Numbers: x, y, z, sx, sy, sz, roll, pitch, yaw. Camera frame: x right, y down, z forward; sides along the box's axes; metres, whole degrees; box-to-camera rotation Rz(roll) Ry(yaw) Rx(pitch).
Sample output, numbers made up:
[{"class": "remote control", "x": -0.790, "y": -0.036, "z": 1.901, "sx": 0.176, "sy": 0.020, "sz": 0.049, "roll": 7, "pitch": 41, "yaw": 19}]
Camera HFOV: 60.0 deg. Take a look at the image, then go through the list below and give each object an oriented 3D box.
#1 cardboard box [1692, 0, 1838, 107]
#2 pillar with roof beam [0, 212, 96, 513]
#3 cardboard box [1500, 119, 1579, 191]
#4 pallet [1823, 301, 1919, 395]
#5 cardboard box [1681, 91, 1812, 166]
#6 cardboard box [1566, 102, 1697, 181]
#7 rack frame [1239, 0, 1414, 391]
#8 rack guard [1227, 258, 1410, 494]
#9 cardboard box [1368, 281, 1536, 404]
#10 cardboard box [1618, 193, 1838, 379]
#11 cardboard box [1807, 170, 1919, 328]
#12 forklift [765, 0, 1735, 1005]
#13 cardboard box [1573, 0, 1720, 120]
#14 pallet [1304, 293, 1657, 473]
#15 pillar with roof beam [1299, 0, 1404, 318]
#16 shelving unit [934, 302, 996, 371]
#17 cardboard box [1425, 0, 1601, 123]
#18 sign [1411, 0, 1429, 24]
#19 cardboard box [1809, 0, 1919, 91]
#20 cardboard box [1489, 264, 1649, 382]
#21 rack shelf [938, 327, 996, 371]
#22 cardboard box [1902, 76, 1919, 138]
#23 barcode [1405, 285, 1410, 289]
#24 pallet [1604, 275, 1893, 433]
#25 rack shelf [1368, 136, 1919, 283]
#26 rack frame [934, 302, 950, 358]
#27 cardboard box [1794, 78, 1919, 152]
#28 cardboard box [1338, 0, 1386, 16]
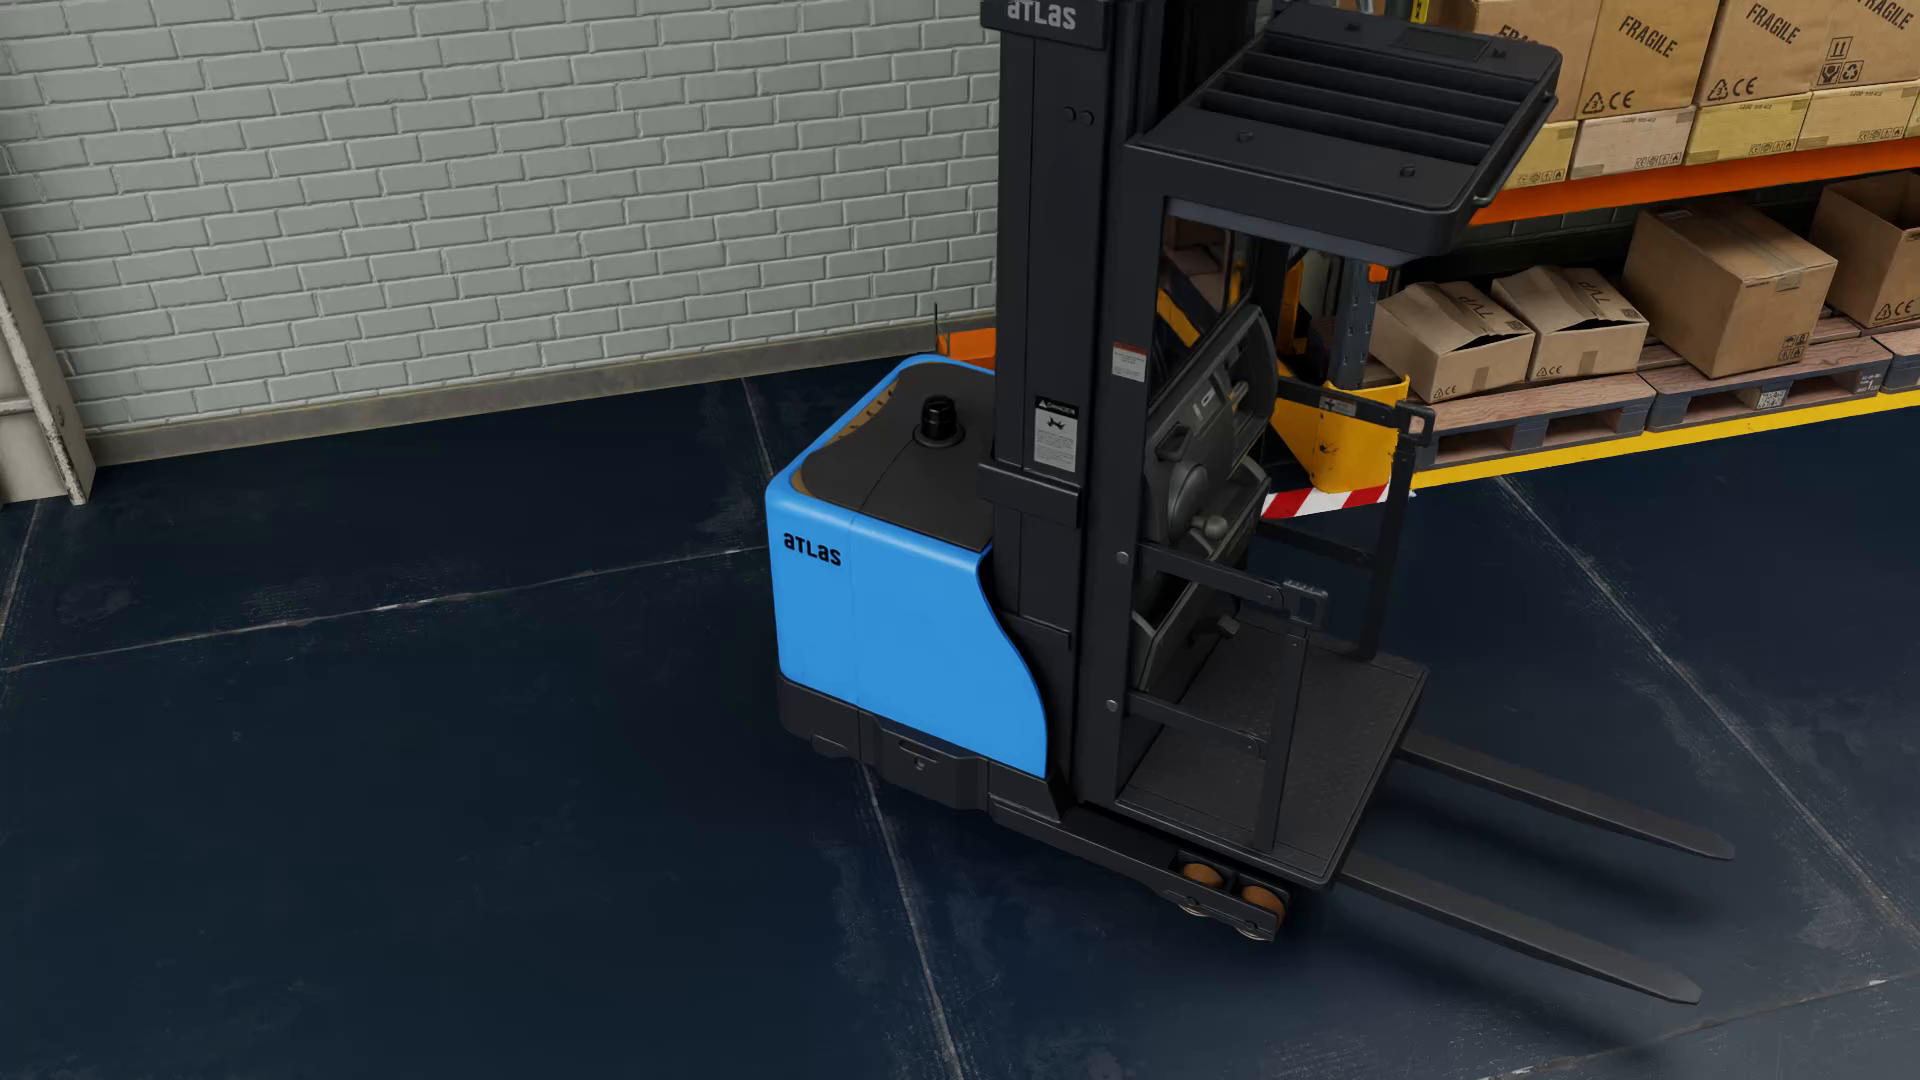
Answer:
[{"class": "cardboard box", "x": 2.981, "y": -2.032, "z": 6.427, "sx": 0.500, "sy": 0.500, "sz": 0.500, "roll": -11, "pitch": 39, "yaw": -13}, {"class": "pillar with roof beam", "x": -2.758, "y": -1.261, "z": 0.992, "sx": 0.400, "sy": 9.000, "sz": 9.100, "roll": -9, "pitch": 38, "yaw": -12}, {"class": "cardboard box", "x": 2.015, "y": -1.575, "z": 6.447, "sx": 0.500, "sy": 0.250, "sz": 0.500, "roll": -10, "pitch": 39, "yaw": -13}, {"class": "pallet", "x": 4.684, "y": -1.135, "z": 8.060, "sx": 1.213, "sy": 0.211, "sz": 1.003, "roll": -9, "pitch": 38, "yaw": -12}, {"class": "cardboard box", "x": 3.006, "y": -1.743, "z": 6.667, "sx": 0.500, "sy": 0.250, "sz": 0.500, "roll": -10, "pitch": 39, "yaw": -13}, {"class": "cardboard box", "x": 2.513, "y": -1.666, "z": 6.566, "sx": 0.500, "sy": 0.250, "sz": 0.500, "roll": -10, "pitch": 39, "yaw": -13}, {"class": "rack frame", "x": 1.461, "y": -1.736, "z": 6.550, "sx": 0.127, "sy": 3.000, "sz": 1.000, "roll": -9, "pitch": 38, "yaw": -12}, {"class": "rack guard", "x": 1.535, "y": -0.755, "z": 7.325, "sx": 0.348, "sy": 0.500, "sz": 1.175, "roll": -9, "pitch": 38, "yaw": -12}, {"class": "cardboard box", "x": 2.153, "y": -0.899, "z": 7.308, "sx": 0.500, "sy": 0.311, "sz": 0.500, "roll": -14, "pitch": 39, "yaw": -17}, {"class": "cardboard box", "x": 3.425, "y": -1.152, "z": 7.482, "sx": 0.500, "sy": 0.500, "sz": 0.700, "roll": -12, "pitch": 39, "yaw": -15}, {"class": "cardboard box", "x": 4.332, "y": -1.363, "z": 7.759, "sx": 0.500, "sy": 0.500, "sz": 0.500, "roll": -12, "pitch": 39, "yaw": -15}, {"class": "forklift", "x": 0.910, "y": -0.302, "z": 4.732, "sx": 3.031, "sy": 2.935, "sz": 1.130, "roll": 18, "pitch": 41, "yaw": 22}, {"class": "cardboard box", "x": 2.480, "y": -1.954, "z": 6.325, "sx": 0.500, "sy": 0.500, "sz": 0.500, "roll": -9, "pitch": 38, "yaw": -12}, {"class": "pallet", "x": 2.328, "y": -0.748, "z": 7.554, "sx": 1.213, "sy": 0.211, "sz": 1.003, "roll": -9, "pitch": 38, "yaw": -12}, {"class": "pillar with roof beam", "x": 3.034, "y": -2.212, "z": 2.235, "sx": 0.400, "sy": 9.000, "sz": 9.100, "roll": -9, "pitch": 38, "yaw": -12}, {"class": "shelving unit", "x": 0.052, "y": -0.425, "z": 6.442, "sx": 0.252, "sy": 1.050, "sz": 0.215, "roll": -9, "pitch": 38, "yaw": -12}, {"class": "cardboard box", "x": 2.001, "y": -1.881, "z": 6.230, "sx": 0.500, "sy": 0.500, "sz": 0.500, "roll": -9, "pitch": 38, "yaw": -12}, {"class": "sign", "x": 1.603, "y": -1.761, "z": 5.871, "sx": 0.005, "sy": 0.325, "sz": 0.100, "roll": -9, "pitch": 38, "yaw": -12}, {"class": "cardboard box", "x": 3.476, "y": -2.121, "z": 6.543, "sx": 0.500, "sy": 0.500, "sz": 0.500, "roll": -8, "pitch": 38, "yaw": -11}, {"class": "cardboard box", "x": 2.703, "y": -0.990, "z": 7.426, "sx": 0.500, "sy": 0.311, "sz": 0.500, "roll": -6, "pitch": 38, "yaw": -8}, {"class": "rack shelf", "x": 0.052, "y": -0.642, "z": 6.276, "sx": 0.240, "sy": 0.259, "sz": 0.215, "roll": -9, "pitch": 38, "yaw": -12}, {"class": "cardboard box", "x": 3.980, "y": -1.902, "z": 6.875, "sx": 0.500, "sy": 0.250, "sz": 0.500, "roll": -10, "pitch": 38, "yaw": -12}, {"class": "barcode", "x": 2.066, "y": -1.140, "z": 7.615, "sx": 0.075, "sy": 0.075, "sz": 0.001, "roll": -9, "pitch": 38, "yaw": -12}, {"class": "pallet", "x": 3.504, "y": -0.939, "z": 7.804, "sx": 1.213, "sy": 0.211, "sz": 1.003, "roll": -9, "pitch": 38, "yaw": -12}, {"class": "rack shelf", "x": 3.392, "y": -1.767, "z": 7.183, "sx": 4.000, "sy": 0.370, "sz": 1.077, "roll": -9, "pitch": 38, "yaw": -12}, {"class": "rack frame", "x": -0.066, "y": -0.406, "z": 6.417, "sx": 0.008, "sy": 1.050, "sz": 0.200, "roll": -9, "pitch": 38, "yaw": -12}, {"class": "cardboard box", "x": 3.495, "y": -1.822, "z": 6.770, "sx": 0.500, "sy": 0.250, "sz": 0.500, "roll": -9, "pitch": 38, "yaw": -12}, {"class": "cardboard box", "x": 1.861, "y": -2.181, "z": 6.622, "sx": 0.500, "sy": 0.500, "sz": 0.500, "roll": -10, "pitch": 38, "yaw": -12}]
